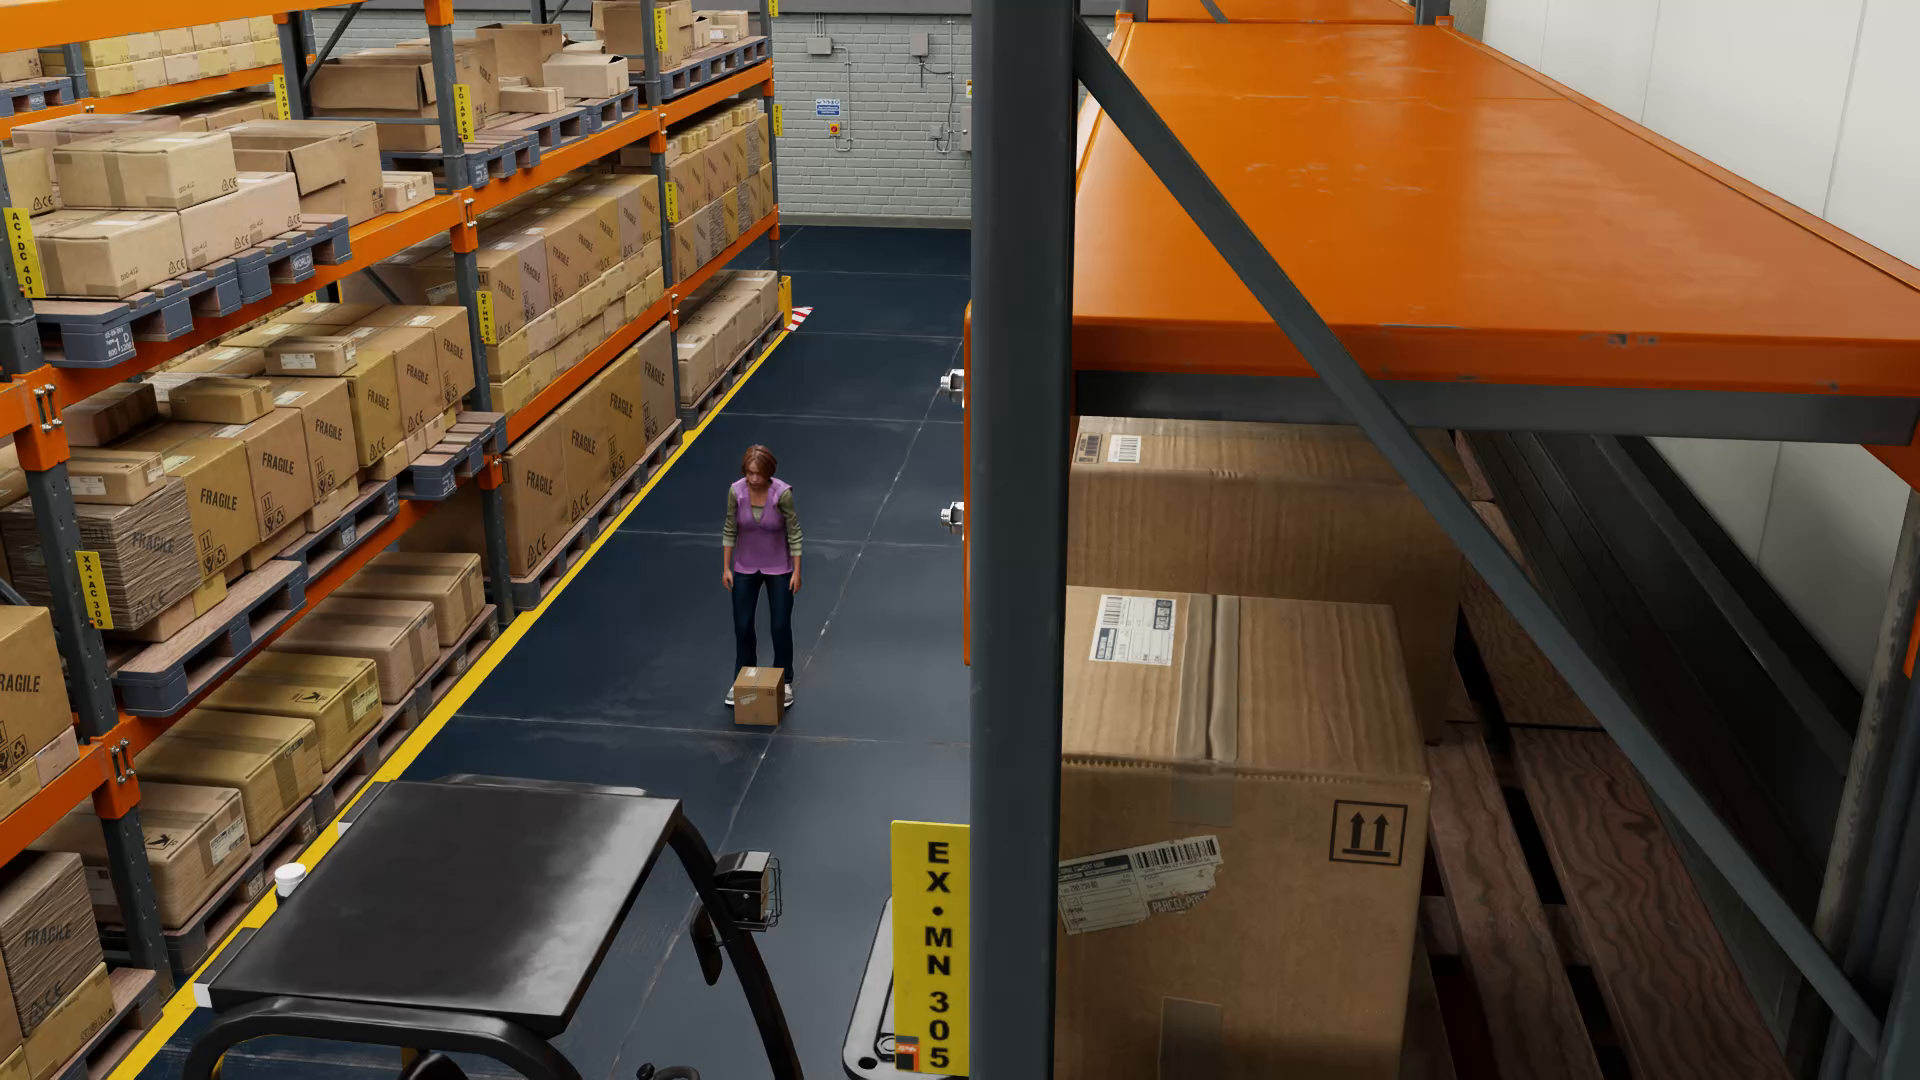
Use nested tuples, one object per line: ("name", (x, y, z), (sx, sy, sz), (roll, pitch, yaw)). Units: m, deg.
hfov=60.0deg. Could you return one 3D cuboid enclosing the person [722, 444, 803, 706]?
("person", (-1.140, 0.200, 9.607), (0.472, 1.581, 0.350), (2, 22, 5))
